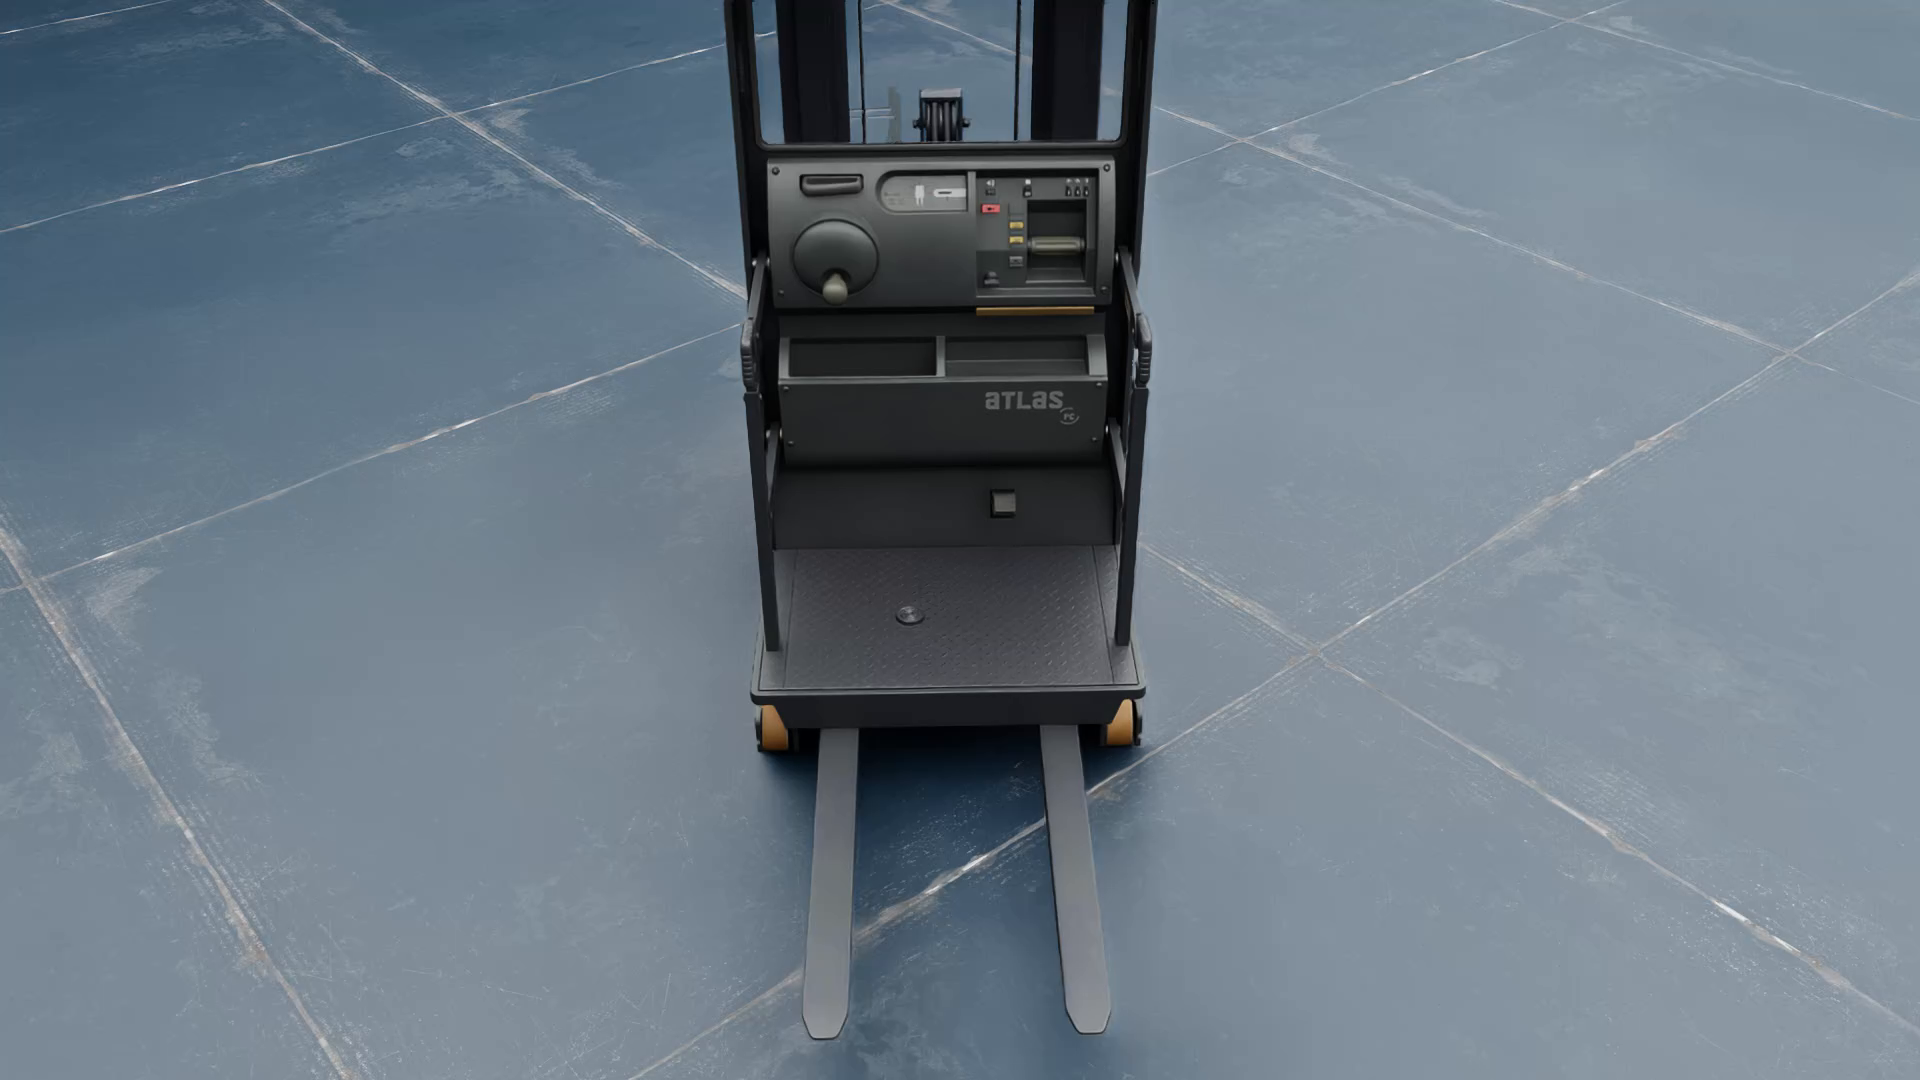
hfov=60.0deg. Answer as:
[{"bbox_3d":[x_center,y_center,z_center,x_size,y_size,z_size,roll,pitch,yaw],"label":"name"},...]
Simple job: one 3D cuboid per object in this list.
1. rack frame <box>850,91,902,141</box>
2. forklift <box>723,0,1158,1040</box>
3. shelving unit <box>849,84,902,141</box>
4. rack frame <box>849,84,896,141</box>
[{"bbox_3d":[-0.317,-1.034,6.125,0.240,1.200,0.006,-4,23,-6],"label":"rack frame"},{"bbox_3d":[-0.042,-0.763,4.292,1.130,2.935,3.031,-1,35,-1],"label":"forklift"},{"bbox_3d":[-0.328,-1.069,6.209,0.258,1.200,0.189,-4,23,-6],"label":"shelving unit"},{"bbox_3d":[-0.339,-1.104,6.293,0.240,1.200,0.006,-4,23,-6],"label":"rack frame"}]
